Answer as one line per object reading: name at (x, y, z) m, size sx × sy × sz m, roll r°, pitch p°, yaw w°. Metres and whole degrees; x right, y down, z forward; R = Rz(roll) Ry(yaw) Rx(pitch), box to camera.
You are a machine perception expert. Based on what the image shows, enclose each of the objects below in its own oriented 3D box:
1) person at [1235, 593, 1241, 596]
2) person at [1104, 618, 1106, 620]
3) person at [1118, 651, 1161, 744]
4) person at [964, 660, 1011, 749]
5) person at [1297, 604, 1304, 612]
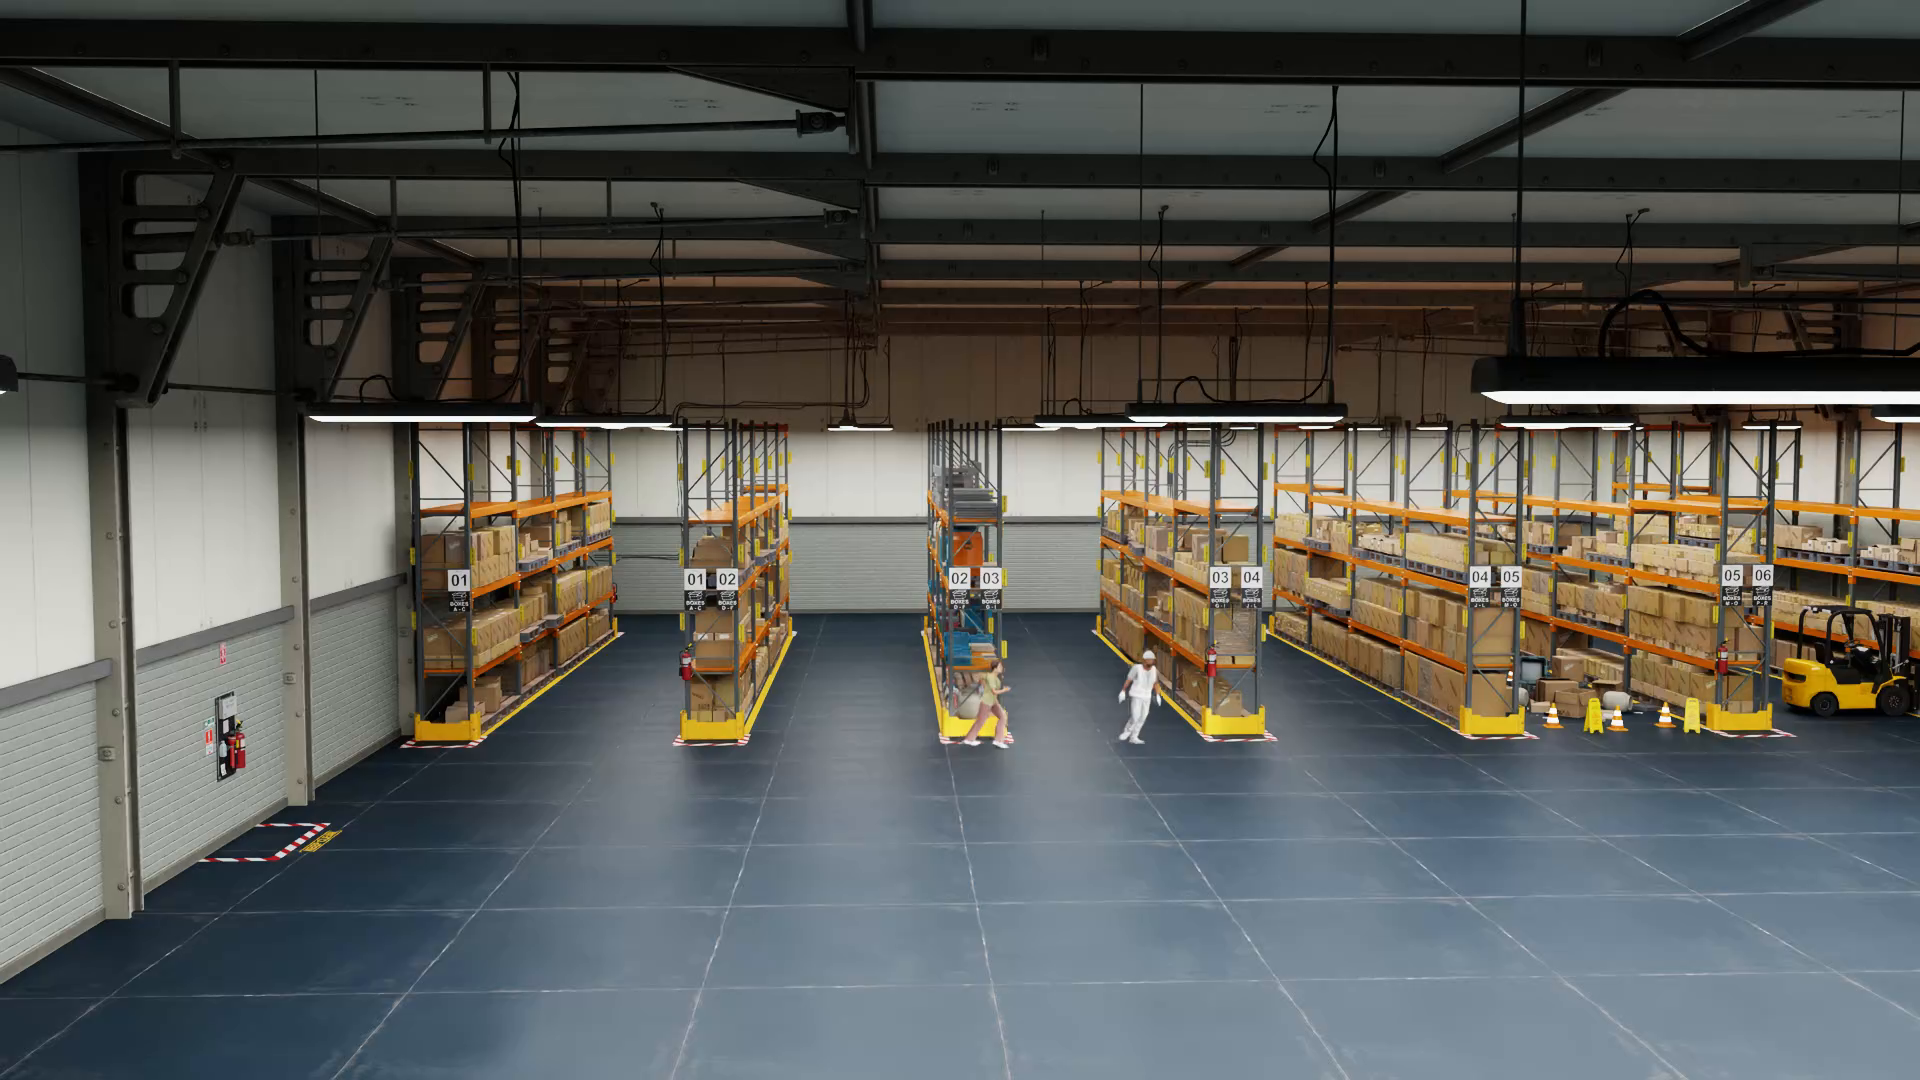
person at (7.882, 1.945, 46.767) m, size 0.706 × 1.614 × 1.131 m, roll 1°, pitch 4°, yaw 8°
person at (4.552, 1.832, 48.731) m, size 0.842 × 1.586 × 0.568 m, roll 0°, pitch 4°, yaw -2°
person at (3.317, 2.896, 30.606) m, size 0.702 × 1.745 × 0.595 m, roll -2°, pitch 4°, yaw -29°
person at (0.487, 2.980, 30.104) m, size 0.874 × 1.647 × 0.567 m, roll 1°, pitch 4°, yaw 15°
person at (10.214, 1.799, 48.720) m, size 0.643 × 1.655 × 0.613 m, roll 0°, pitch 4°, yaw 5°
